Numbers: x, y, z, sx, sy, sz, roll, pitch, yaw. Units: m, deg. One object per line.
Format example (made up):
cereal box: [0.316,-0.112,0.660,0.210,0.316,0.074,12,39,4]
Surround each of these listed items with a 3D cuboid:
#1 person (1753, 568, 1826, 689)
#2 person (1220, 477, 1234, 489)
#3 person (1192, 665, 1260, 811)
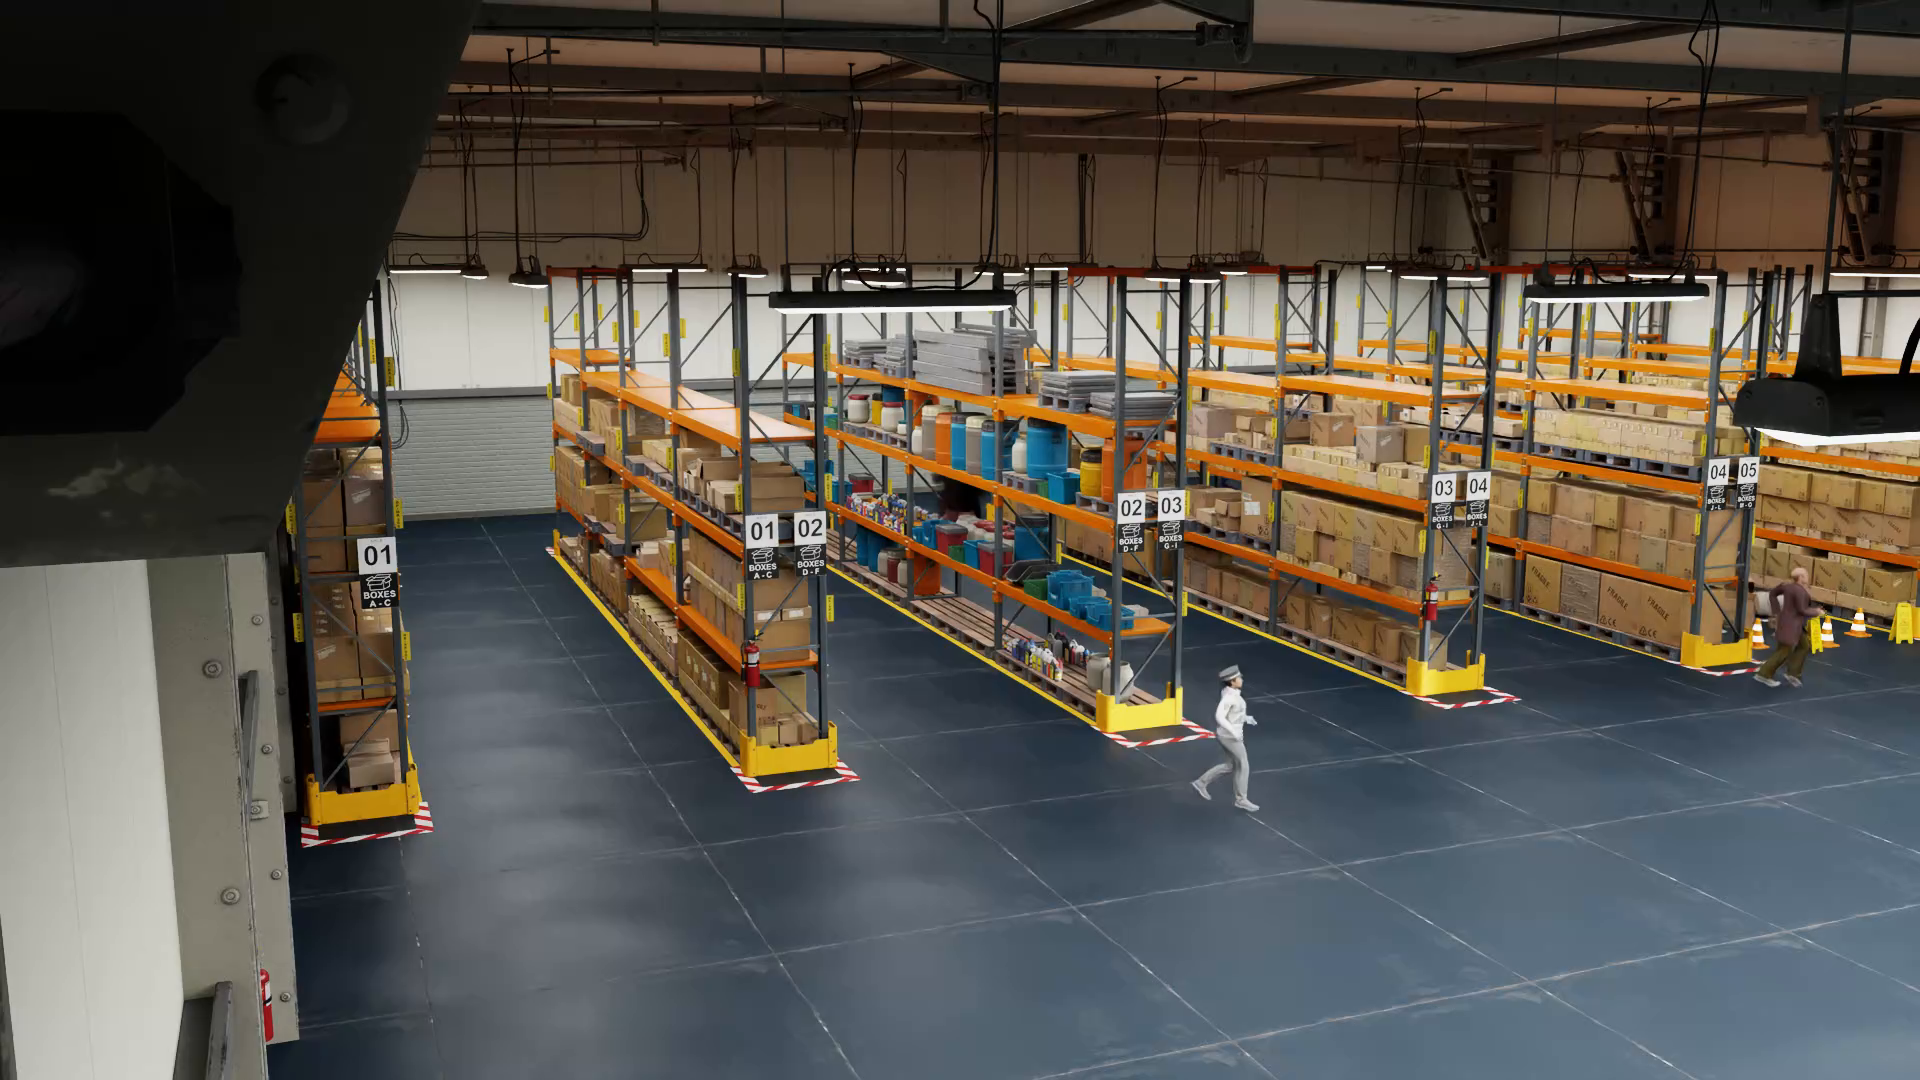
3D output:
person: [12.060,1.304,24.163,0.903,1.841,0.642,2,10,13]
person: [6.667,-1.707,41.887,0.769,1.624,0.607,-6,12,-31]
person: [3.044,2.248,18.920,0.774,1.700,0.620,1,10,5]
